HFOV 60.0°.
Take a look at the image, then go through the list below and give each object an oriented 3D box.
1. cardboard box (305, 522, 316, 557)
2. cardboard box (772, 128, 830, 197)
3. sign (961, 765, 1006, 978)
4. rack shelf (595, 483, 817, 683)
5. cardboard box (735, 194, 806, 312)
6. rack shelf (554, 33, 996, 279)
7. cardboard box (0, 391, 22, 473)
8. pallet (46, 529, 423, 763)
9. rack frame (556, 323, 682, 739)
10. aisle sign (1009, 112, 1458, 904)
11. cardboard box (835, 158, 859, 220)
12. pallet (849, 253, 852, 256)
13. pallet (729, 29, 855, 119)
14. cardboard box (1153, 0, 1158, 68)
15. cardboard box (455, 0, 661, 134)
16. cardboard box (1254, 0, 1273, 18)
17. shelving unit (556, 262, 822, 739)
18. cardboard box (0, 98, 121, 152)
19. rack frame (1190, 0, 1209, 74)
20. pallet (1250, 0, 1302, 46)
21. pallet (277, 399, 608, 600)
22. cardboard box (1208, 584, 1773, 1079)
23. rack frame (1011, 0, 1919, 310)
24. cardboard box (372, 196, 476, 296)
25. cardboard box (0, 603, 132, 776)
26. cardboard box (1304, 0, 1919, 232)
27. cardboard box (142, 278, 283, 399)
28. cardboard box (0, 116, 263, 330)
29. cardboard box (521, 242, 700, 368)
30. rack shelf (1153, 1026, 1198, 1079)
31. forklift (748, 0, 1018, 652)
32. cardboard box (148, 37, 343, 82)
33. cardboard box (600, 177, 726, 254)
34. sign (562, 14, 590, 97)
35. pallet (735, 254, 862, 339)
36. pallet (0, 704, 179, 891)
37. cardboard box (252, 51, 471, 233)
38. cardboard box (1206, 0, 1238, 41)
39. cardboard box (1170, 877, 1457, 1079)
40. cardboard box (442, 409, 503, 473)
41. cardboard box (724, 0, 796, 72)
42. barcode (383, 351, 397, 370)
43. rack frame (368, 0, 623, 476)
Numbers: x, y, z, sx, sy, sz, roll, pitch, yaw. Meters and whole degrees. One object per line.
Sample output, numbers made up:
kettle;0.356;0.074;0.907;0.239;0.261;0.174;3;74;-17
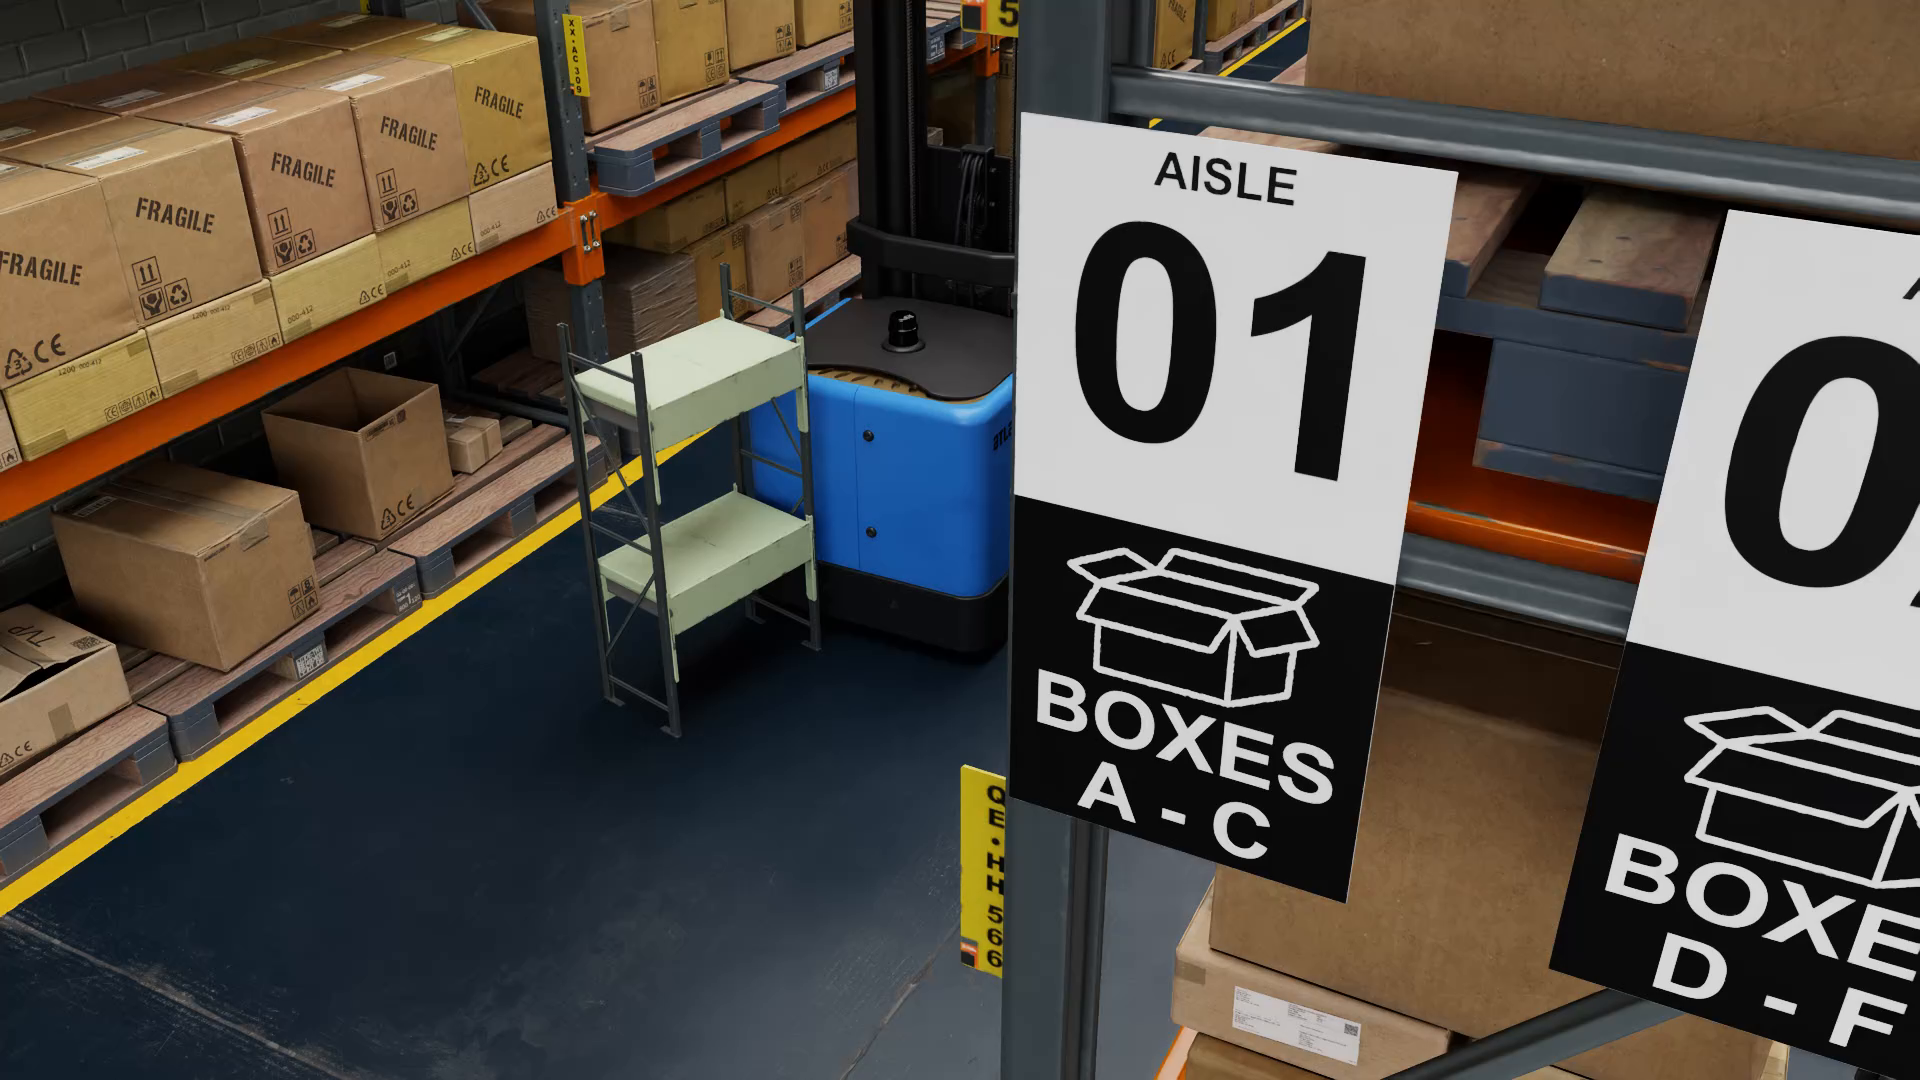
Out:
cardboard box;-2.813;0.016;6.631;0.380;0.149;0.250;12;32;19
cardboard box;-1.071;-2.141;9.281;0.500;0.250;0.500;14;33;23
sign;0.047;0.427;2.093;0.100;0.325;0.005;14;33;23
rack shelf;-0.935;0.142;6.151;0.431;0.370;0.720;22;37;33
cardboard box;-1.286;-1.628;9.142;0.700;0.500;0.500;15;33;24
rack shelf;-1.155;-2.309;8.981;1.077;0.370;4.000;14;33;23
cardboard box;-3.160;-0.282;4.860;0.500;0.250;0.500;13;32;22
pallet;-2.895;0.324;6.474;1.003;0.211;1.213;14;33;23
rack frame;-1.167;0.000;5.743;0.400;1.500;0.023;22;37;33
aisle sign;0.232;-0.004;1.633;0.394;0.787;0.004;14;33;23
cardboard box;-0.864;-2.081;9.930;0.700;0.500;0.500;14;33;23
pallet;-0.601;-1.952;10.437;1.003;0.211;1.213;14;33;23
pallet;-1.109;-2.537;8.849;1.003;0.211;1.213;14;33;23
cardboard box;0.996;-3.818;12.624;0.750;0.750;0.750;15;33;25
cardboard box;-1.804;-2.186;7.502;0.700;0.500;0.500;14;33;23
cardboard box;2.478;-5.136;15.270;0.700;0.500;0.500;15;33;24
shelving unit;-0.935;-0.140;5.989;0.431;1.500;0.755;22;37;33
cardboard box;-3.164;-1.161;5.637;0.500;0.500;0.500;15;33;24
rack frame;1.578;-5.281;13.433;1.000;3.000;0.127;14;33;23
pallet;2.549;-4.933;15.629;1.003;0.211;1.213;14;33;23
pallet;-2.341;-0.219;7.419;1.003;0.211;1.213;14;33;23
cardboard box;0.771;0.328;2.264;0.700;0.500;0.500;14;33;23
rack frame;0.523;-1.440;0.722;1.000;3.000;0.127;14;33;23
cardboard box;-2.246;-1.180;6.423;0.500;0.250;0.500;14;33;23
cardboard box;-3.233;0.475;5.668;0.500;0.311;0.500;17;34;27
cardboard box;0.789;-0.681;1.745;0.797;0.503;0.637;17;34;27
cardboard box;-2.690;-0.730;5.640;0.500;0.250;0.500;15;33;24
cardboard box;-2.704;-1.049;5.442;0.500;0.500;0.500;15;33;25
cardboard box;-1.746;-1.171;8.345;0.700;0.500;0.500;15;33;25
rack shelf;1.434;0.587;3.939;1.077;0.370;4.000;14;33;23
forklift;0.279;-1.552;7.010;1.130;2.935;3.031;14;33;23
cardboard box;-2.705;-1.613;6.425;0.500;0.500;0.500;14;33;23
cardboard box;-1.548;-1.692;8.500;0.500;0.250;0.500;14;33;22
sign;-1.580;-1.990;6.833;0.100;0.325;0.005;14;33;23
pallet;-1.158;-1.413;9.499;1.003;0.211;1.213;14;33;23
pallet;-3.452;0.863;5.536;1.003;0.211;1.213;14;33;23
cardboard box;-2.228;-1.501;6.228;0.500;0.500;0.500;14;33;23
cardboard box;2.010;-4.687;14.488;0.700;0.500;0.500;15;33;24
cardboard box;0.528;0.624;2.399;0.380;0.149;0.250;14;33;22
cardboard box;-2.283;-0.452;7.429;0.380;0.166;0.250;10;31;17
cardboard box;-1.271;-2.731;8.452;0.700;0.500;0.500;19;35;30
barcode;-2.526;-0.795;7.369;0.001;0.075;0.075;14;33;23
rack frame;-2.066;-1.734;7.258;1.000;3.000;0.127;14;33;23
